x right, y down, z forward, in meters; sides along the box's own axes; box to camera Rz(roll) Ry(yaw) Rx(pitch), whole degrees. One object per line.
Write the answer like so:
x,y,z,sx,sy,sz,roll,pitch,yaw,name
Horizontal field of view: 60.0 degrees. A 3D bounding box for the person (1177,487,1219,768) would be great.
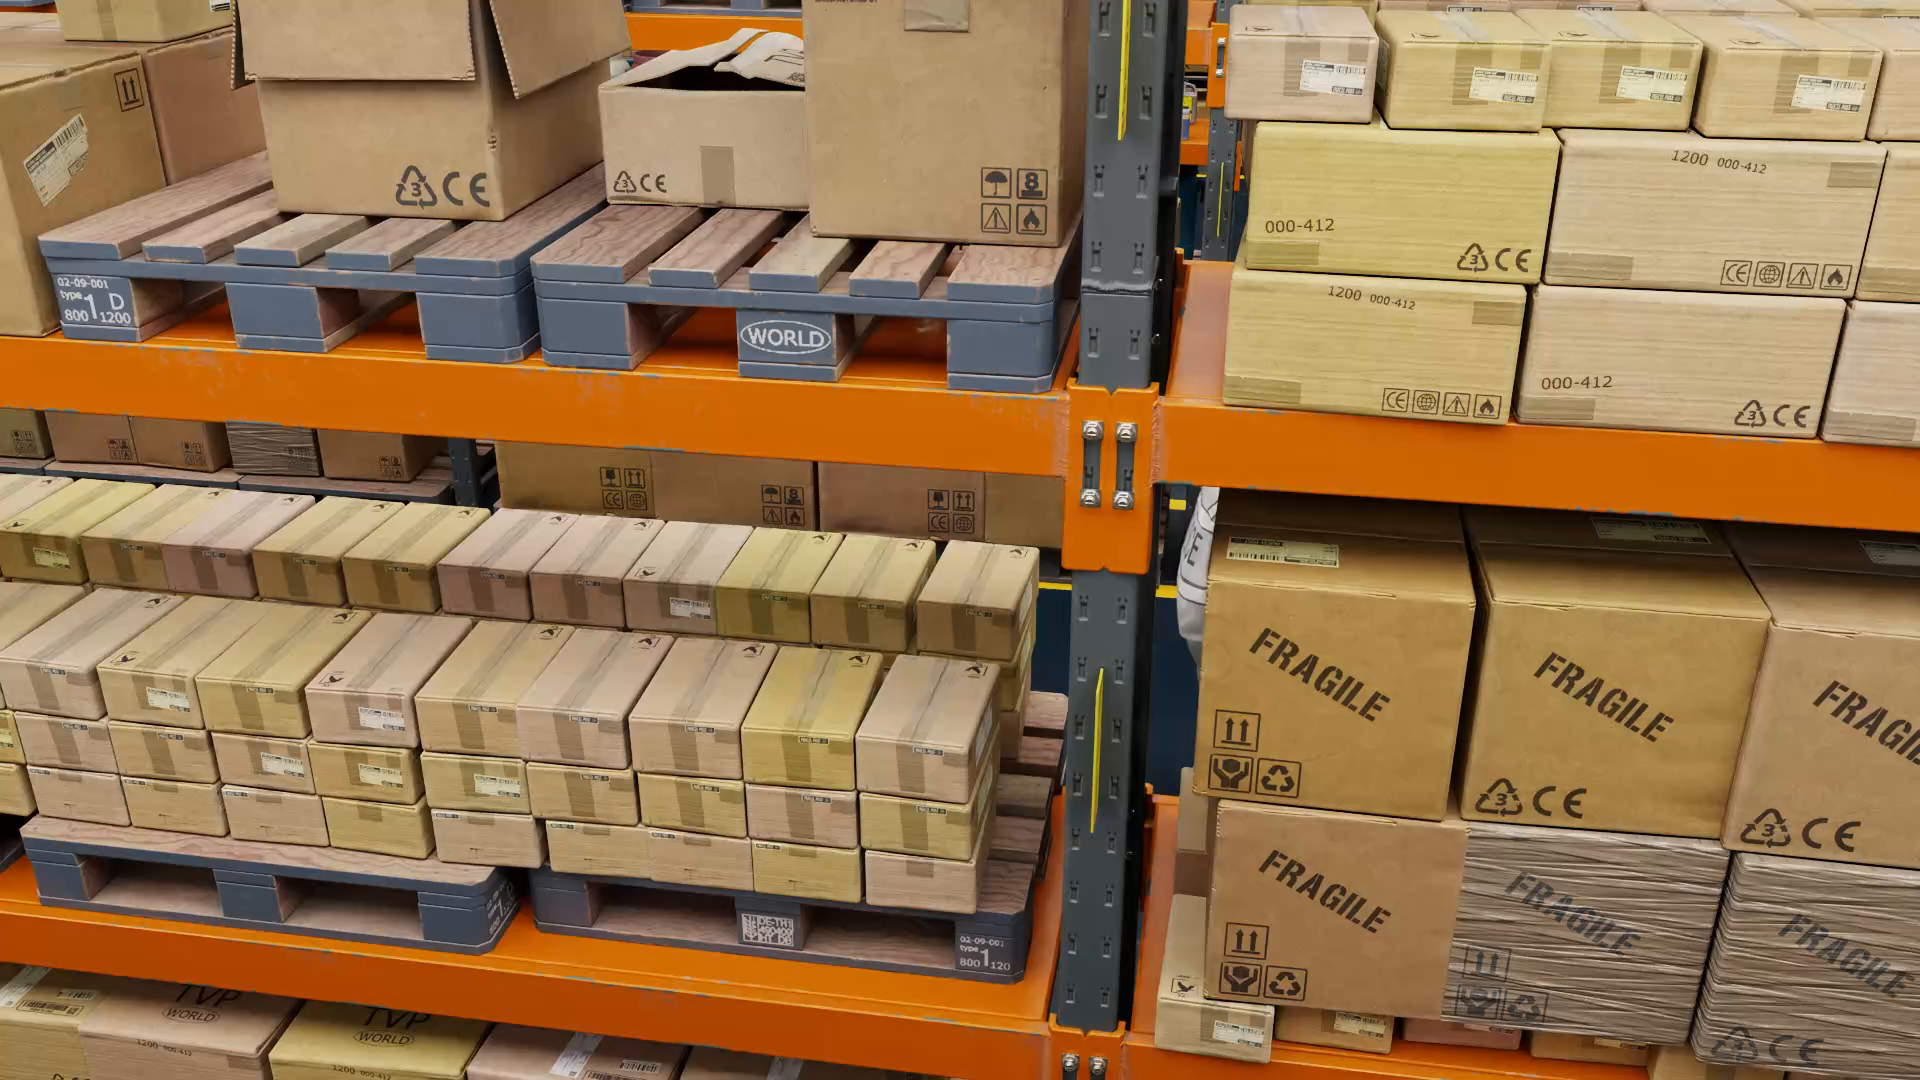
1.048,0.314,6.416,0.429,1.749,0.600,3,25,7,person
